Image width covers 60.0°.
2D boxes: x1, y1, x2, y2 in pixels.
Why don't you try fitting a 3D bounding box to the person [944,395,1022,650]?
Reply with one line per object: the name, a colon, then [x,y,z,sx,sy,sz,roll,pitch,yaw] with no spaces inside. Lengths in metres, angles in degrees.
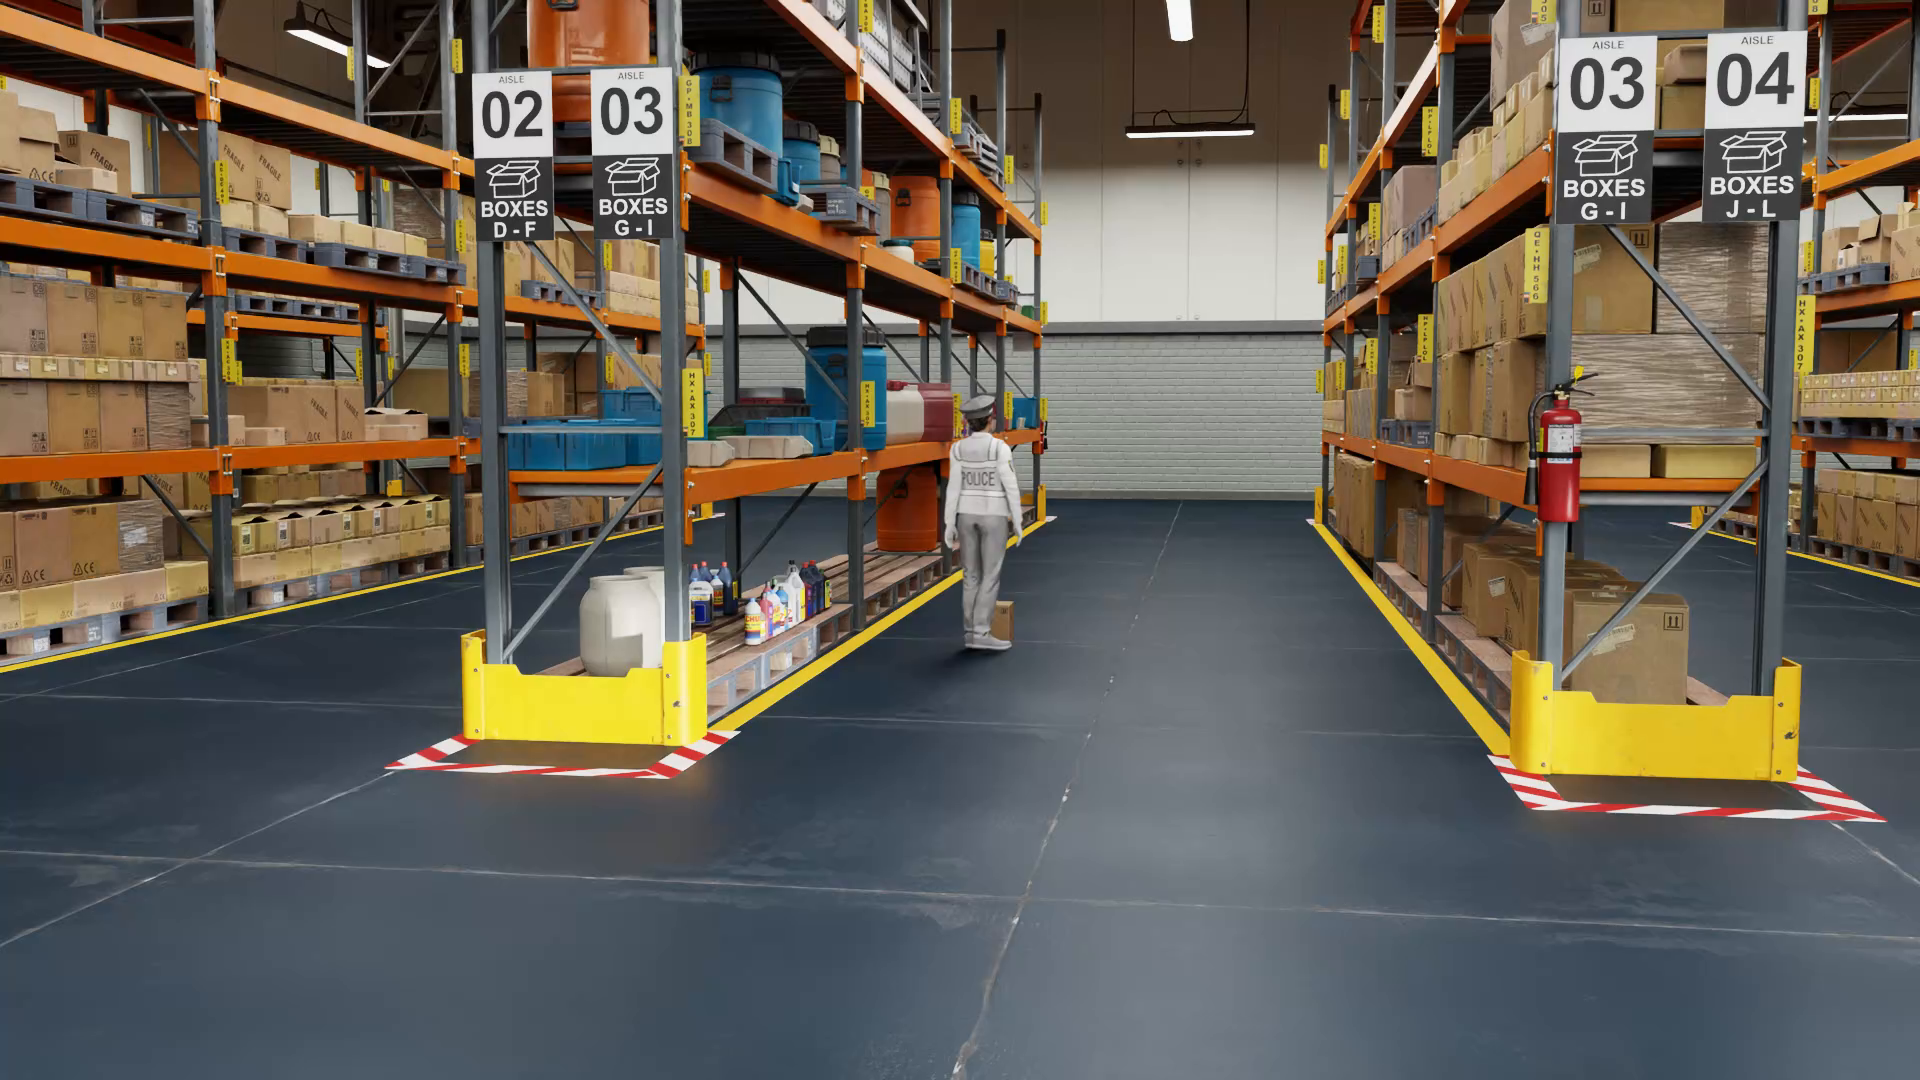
person: [0.151,-0.117,11.025,0.531,1.681,0.387,2,5,25]
